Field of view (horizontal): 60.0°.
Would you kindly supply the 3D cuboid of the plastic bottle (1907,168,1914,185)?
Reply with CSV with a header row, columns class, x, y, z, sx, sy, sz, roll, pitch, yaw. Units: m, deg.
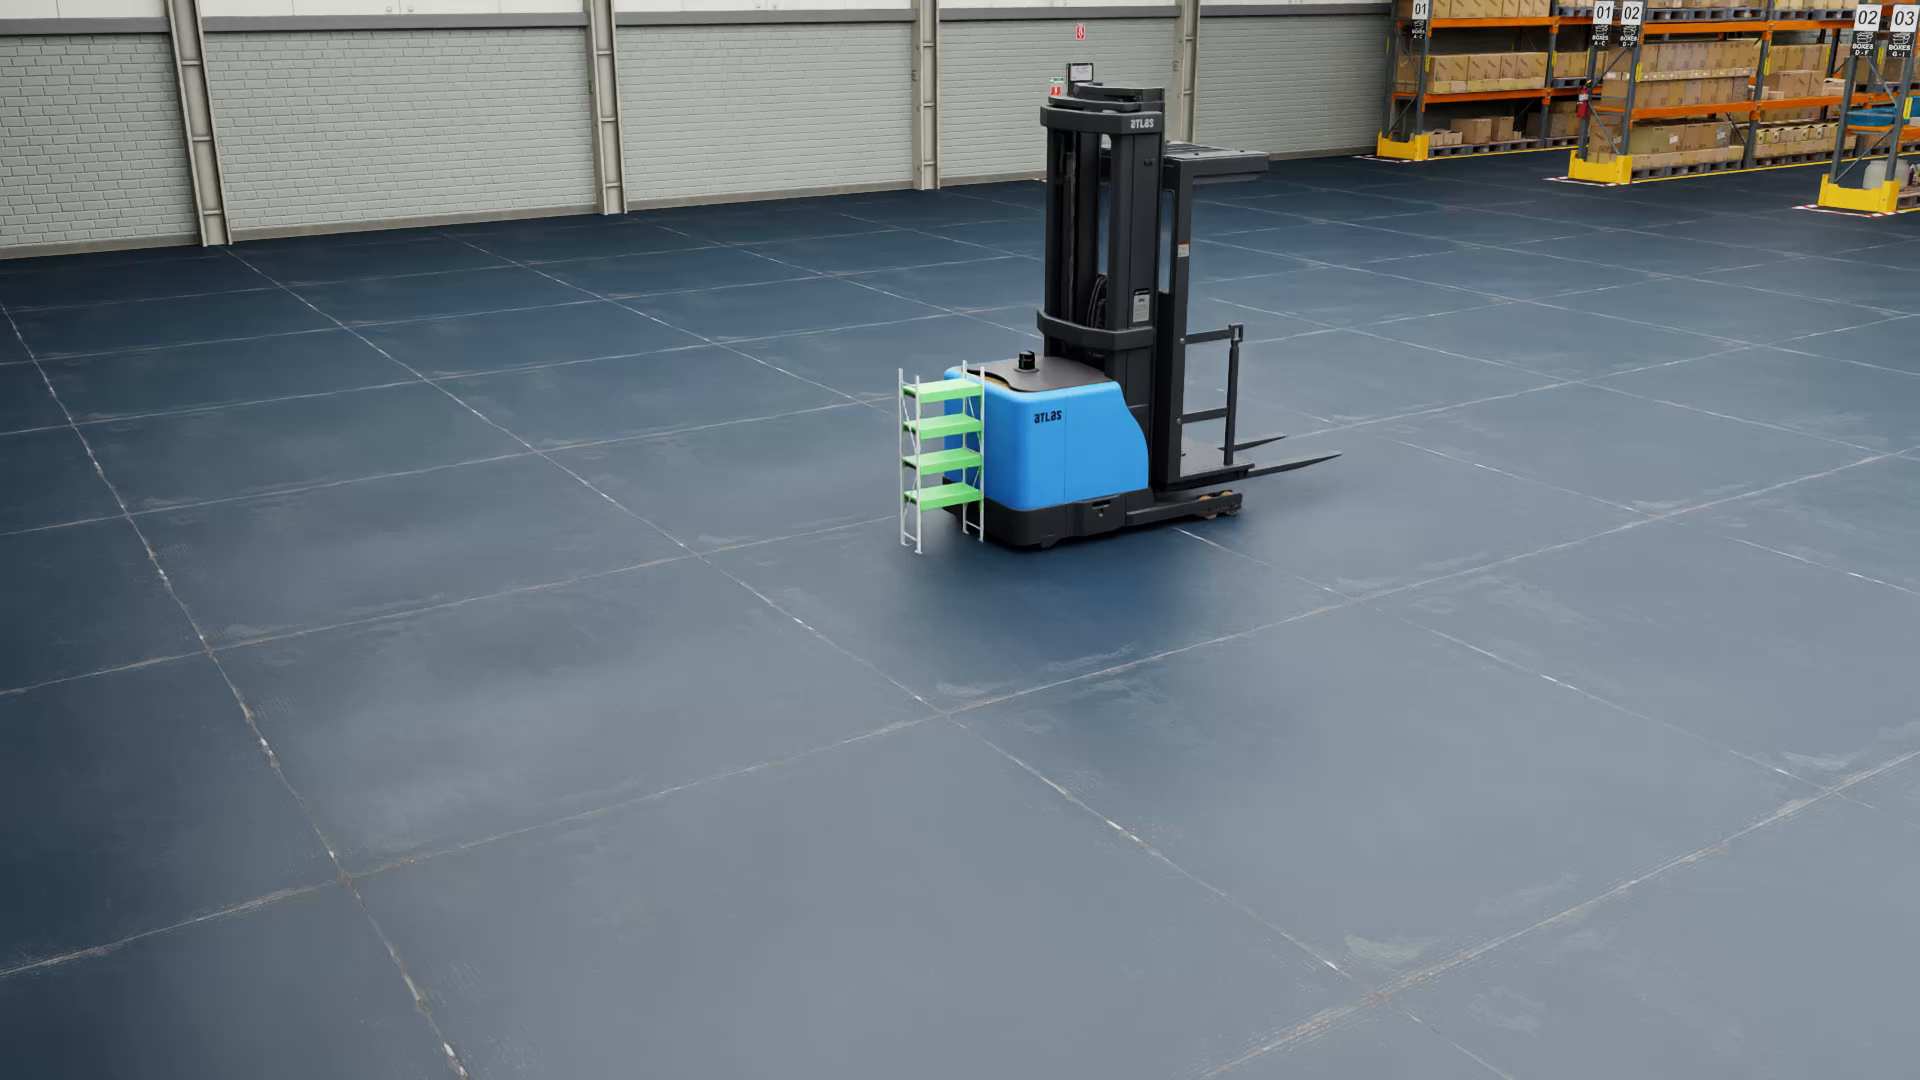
class,x,y,z,sx,sy,sz,roll,pitch,yaw
plastic bottle,16.330,-6.245,28.587,0.133,0.283,0.061,-12,22,-31

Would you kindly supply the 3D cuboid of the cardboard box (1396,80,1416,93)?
class,x,y,z,sx,sy,sz,roll,pitch,yaw
cardboard box,9.587,-9.596,35.149,0.500,0.250,0.500,-12,22,-31

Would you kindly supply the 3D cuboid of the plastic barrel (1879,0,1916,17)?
class,x,y,z,sx,sy,sz,roll,pitch,yaw
plastic barrel,15.088,-8.817,26.630,0.708,0.830,0.600,-12,22,-31

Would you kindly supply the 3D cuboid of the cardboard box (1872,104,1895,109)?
class,x,y,z,sx,sy,sz,roll,pitch,yaw
cardboard box,20.261,-9.408,36.434,0.500,0.250,0.500,-12,22,-32

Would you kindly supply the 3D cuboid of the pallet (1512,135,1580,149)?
class,x,y,z,sx,sy,sz,roll,pitch,yaw
pallet,13.294,-9.045,37.669,1.213,0.211,1.003,-12,22,-31

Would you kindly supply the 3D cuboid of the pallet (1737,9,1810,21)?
class,x,y,z,sx,sy,sz,roll,pitch,yaw
pallet,16.101,-10.393,32.918,1.217,0.209,0.805,-13,23,-34

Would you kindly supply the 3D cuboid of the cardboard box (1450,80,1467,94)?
class,x,y,z,sx,sy,sz,roll,pitch,yaw
cardboard box,10.312,-9.558,35.037,0.500,0.250,0.500,-13,22,-33

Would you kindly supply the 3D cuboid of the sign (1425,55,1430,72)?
class,x,y,z,sx,sy,sz,roll,pitch,yaw
sign,9.602,-9.789,34.163,0.005,0.325,0.100,-12,22,-31

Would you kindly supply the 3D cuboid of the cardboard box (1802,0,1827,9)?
class,x,y,z,sx,sy,sz,roll,pitch,yaw
cardboard box,17.002,-10.773,33.322,0.500,0.250,0.500,-14,23,-36

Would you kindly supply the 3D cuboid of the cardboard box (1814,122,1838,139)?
class,x,y,z,sx,sy,sz,roll,pitch,yaw
cardboard box,17.980,-8.519,34.522,0.500,0.311,0.500,-12,22,-32

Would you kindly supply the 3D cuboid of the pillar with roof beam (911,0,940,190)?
class,x,y,z,sx,sy,sz,roll,pitch,yaw
pillar with roof beam,1.758,-9.455,25.161,0.400,9.000,9.100,-12,22,-31

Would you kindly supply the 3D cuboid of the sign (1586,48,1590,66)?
class,x,y,z,sx,sy,sz,roll,pitch,yaw
sign,11.744,-9.008,31.027,0.005,0.325,0.100,-12,22,-31

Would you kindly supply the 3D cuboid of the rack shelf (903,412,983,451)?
class,x,y,z,sx,sy,sz,roll,pitch,yaw
rack shelf,-0.120,-0.717,10.941,0.480,0.148,0.258,-11,22,-29

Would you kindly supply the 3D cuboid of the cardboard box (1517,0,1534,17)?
class,x,y,z,sx,sy,sz,roll,pitch,yaw
cardboard box,11.929,-11.465,35.604,0.500,0.500,0.500,-14,23,-36

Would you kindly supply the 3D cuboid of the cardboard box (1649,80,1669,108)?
class,x,y,z,sx,sy,sz,roll,pitch,yaw
cardboard box,12.864,-8.419,31.308,0.500,0.500,0.700,-11,22,-30

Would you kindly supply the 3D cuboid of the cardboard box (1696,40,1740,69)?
class,x,y,z,sx,sy,sz,roll,pitch,yaw
cardboard box,14.583,-9.397,32.174,0.500,0.500,0.700,-12,22,-32

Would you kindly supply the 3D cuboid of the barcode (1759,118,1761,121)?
class,x,y,z,sx,sy,sz,roll,pitch,yaw
barcode,15.814,-8.316,32.878,0.075,0.075,0.001,-12,22,-31

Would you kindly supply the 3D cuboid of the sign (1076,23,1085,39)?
class,x,y,z,sx,sy,sz,roll,pitch,yaw
sign,2.255,-9.520,31.100,0.199,0.298,0.001,-12,22,-31

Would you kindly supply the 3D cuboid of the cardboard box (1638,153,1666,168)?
class,x,y,z,sx,sy,sz,roll,pitch,yaw
cardboard box,13.017,-7.220,31.554,0.500,0.250,0.500,-12,22,-31

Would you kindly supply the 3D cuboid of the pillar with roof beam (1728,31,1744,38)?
class,x,y,z,sx,sy,sz,roll,pitch,yaw
pillar with roof beam,21.802,-13.682,37.666,0.400,9.000,9.100,-12,22,-31

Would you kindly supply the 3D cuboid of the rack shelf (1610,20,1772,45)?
class,x,y,z,sx,sy,sz,roll,pitch,yaw
rack shelf,13.702,-9.632,31.491,4.000,0.370,1.077,-12,22,-31

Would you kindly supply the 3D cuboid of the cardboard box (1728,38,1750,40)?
class,x,y,z,sx,sy,sz,roll,pitch,yaw
cardboard box,18.644,-11.952,40.092,0.500,0.250,0.500,-11,22,-30

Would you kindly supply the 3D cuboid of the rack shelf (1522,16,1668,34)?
class,x,y,z,sx,sy,sz,roll,pitch,yaw
rack shelf,14.315,-11.661,37.492,4.000,0.370,1.077,-12,22,-31

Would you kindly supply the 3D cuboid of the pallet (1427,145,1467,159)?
class,x,y,z,sx,sy,sz,roll,pitch,yaw
pallet,10.065,-8.350,35.613,1.213,0.211,1.003,-12,22,-31

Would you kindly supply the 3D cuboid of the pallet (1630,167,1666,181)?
class,x,y,z,sx,sy,sz,roll,pitch,yaw
pallet,12.647,-7.024,31.692,1.213,0.211,1.003,-12,22,-31

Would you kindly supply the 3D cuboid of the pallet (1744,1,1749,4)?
class,x,y,z,sx,sy,sz,roll,pitch,yaw
pallet,20.015,-13.158,40.935,1.213,0.211,1.003,-12,22,-31

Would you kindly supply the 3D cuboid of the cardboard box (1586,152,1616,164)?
class,x,y,z,sx,sy,sz,roll,pitch,yaw
cardboard box,12.317,-7.269,31.700,0.500,0.250,0.500,-12,22,-31

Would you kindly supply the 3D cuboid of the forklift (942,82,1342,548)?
class,x,y,z,sx,sy,sz,roll,pitch,yaw
forklift,1.402,-1.665,11.594,3.031,2.935,1.130,-11,22,-29

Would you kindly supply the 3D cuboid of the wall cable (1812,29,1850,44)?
class,x,y,z,sx,sy,sz,roll,pitch,yaw
wall cable,23.216,-13.302,44.320,1.851,1.984,0.084,-12,22,-31

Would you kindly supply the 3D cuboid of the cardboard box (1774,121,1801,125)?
class,x,y,z,sx,sy,sz,roll,pitch,yaw
cardboard box,17.252,-8.573,34.681,0.500,0.311,0.500,-13,22,-33

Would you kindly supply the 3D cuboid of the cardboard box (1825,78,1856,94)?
class,x,y,z,sx,sy,sz,roll,pitch,yaw
cardboard box,18.385,-9.514,34.841,0.500,0.311,0.500,-10,21,-28

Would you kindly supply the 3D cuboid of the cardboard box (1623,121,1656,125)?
class,x,y,z,sx,sy,sz,roll,pitch,yaw
cardboard box,13.142,-7.805,32.114,0.500,0.500,0.500,-12,22,-31

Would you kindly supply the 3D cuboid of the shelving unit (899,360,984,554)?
class,x,y,z,sx,sy,sz,roll,pitch,yaw
shelving unit,-0.120,-0.550,10.998,0.503,1.200,0.258,-11,22,-29

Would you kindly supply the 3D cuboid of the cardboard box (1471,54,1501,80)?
class,x,y,z,sx,sy,sz,roll,pitch,yaw
cardboard box,11.145,-10.089,35.435,0.500,0.500,0.500,-11,22,-30

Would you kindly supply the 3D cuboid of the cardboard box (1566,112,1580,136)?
class,x,y,z,sx,sy,sz,roll,pitch,yaw
cardboard box,13.654,-9.491,37.851,0.500,0.500,0.700,-12,22,-32

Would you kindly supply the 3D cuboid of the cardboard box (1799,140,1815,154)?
class,x,y,z,sx,sy,sz,roll,pitch,yaw
cardboard box,17.129,-8.076,34.087,0.500,0.250,0.500,-11,22,-30

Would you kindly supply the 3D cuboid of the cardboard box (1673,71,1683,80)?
class,x,y,z,sx,sy,sz,roll,pitch,yaw
cardboard box,13.339,-8.748,31.267,0.250,0.149,0.380,-13,23,-33

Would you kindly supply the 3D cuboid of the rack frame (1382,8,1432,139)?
class,x,y,z,sx,sy,sz,roll,pitch,yaw
rack frame,9.304,-9.524,34.731,0.127,3.000,1.000,-12,22,-31

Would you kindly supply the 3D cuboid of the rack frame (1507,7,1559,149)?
class,x,y,z,sx,sy,sz,roll,pitch,yaw
rack frame,12.644,-10.228,36.815,0.127,3.000,1.000,-12,22,-31

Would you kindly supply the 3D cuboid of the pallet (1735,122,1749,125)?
class,x,y,z,sx,sy,sz,roll,pitch,yaw
pallet,18.723,-10.160,40.968,1.213,0.211,1.003,-12,22,-31

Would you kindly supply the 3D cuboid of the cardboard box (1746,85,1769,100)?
class,x,y,z,sx,sy,sz,roll,pitch,yaw
cardboard box,15.759,-8.931,33.213,0.500,0.250,0.500,-10,21,-28

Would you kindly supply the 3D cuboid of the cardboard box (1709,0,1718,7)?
class,x,y,z,sx,sy,sz,roll,pitch,yaw
cardboard box,13.927,-10.383,31.553,0.637,0.503,0.797,-9,21,-25

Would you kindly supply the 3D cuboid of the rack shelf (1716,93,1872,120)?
class,x,y,z,sx,sy,sz,roll,pitch,yaw
rack shelf,17.042,-8.915,34.055,4.000,0.370,1.077,-12,22,-31

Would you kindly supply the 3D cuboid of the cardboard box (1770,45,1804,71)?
class,x,y,z,sx,sy,sz,roll,pitch,yaw
cardboard box,20.400,-11.998,41.581,0.700,0.700,0.980,-13,22,-33

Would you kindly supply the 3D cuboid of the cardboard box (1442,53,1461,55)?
class,x,y,z,sx,sy,sz,roll,pitch,yaw
cardboard box,10.436,-10.135,35.573,0.500,0.500,0.500,-13,22,-33

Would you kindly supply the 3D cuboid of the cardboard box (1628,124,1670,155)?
class,x,y,z,sx,sy,sz,roll,pitch,yaw
cardboard box,13.018,-7.574,31.432,0.500,0.500,0.500,-12,22,-31

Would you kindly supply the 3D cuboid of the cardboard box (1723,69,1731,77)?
class,x,y,z,sx,sy,sz,roll,pitch,yaw
cardboard box,14.619,-9.017,32.064,0.250,0.149,0.380,-12,22,-32

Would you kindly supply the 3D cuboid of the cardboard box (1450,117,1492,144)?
class,x,y,z,sx,sy,sz,roll,pitch,yaw
cardboard box,11.047,-8.862,35.990,0.500,0.500,0.700,-14,23,-35

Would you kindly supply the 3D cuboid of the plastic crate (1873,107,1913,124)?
class,x,y,z,sx,sy,sz,roll,pitch,yaw
plastic crate,15.551,-7.084,27.748,0.408,0.251,0.499,-12,22,-31

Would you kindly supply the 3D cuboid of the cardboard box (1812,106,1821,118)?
class,x,y,z,sx,sy,sz,roll,pitch,yaw
cardboard box,21.719,-11.118,42.696,0.500,0.500,0.700,-12,22,-32
